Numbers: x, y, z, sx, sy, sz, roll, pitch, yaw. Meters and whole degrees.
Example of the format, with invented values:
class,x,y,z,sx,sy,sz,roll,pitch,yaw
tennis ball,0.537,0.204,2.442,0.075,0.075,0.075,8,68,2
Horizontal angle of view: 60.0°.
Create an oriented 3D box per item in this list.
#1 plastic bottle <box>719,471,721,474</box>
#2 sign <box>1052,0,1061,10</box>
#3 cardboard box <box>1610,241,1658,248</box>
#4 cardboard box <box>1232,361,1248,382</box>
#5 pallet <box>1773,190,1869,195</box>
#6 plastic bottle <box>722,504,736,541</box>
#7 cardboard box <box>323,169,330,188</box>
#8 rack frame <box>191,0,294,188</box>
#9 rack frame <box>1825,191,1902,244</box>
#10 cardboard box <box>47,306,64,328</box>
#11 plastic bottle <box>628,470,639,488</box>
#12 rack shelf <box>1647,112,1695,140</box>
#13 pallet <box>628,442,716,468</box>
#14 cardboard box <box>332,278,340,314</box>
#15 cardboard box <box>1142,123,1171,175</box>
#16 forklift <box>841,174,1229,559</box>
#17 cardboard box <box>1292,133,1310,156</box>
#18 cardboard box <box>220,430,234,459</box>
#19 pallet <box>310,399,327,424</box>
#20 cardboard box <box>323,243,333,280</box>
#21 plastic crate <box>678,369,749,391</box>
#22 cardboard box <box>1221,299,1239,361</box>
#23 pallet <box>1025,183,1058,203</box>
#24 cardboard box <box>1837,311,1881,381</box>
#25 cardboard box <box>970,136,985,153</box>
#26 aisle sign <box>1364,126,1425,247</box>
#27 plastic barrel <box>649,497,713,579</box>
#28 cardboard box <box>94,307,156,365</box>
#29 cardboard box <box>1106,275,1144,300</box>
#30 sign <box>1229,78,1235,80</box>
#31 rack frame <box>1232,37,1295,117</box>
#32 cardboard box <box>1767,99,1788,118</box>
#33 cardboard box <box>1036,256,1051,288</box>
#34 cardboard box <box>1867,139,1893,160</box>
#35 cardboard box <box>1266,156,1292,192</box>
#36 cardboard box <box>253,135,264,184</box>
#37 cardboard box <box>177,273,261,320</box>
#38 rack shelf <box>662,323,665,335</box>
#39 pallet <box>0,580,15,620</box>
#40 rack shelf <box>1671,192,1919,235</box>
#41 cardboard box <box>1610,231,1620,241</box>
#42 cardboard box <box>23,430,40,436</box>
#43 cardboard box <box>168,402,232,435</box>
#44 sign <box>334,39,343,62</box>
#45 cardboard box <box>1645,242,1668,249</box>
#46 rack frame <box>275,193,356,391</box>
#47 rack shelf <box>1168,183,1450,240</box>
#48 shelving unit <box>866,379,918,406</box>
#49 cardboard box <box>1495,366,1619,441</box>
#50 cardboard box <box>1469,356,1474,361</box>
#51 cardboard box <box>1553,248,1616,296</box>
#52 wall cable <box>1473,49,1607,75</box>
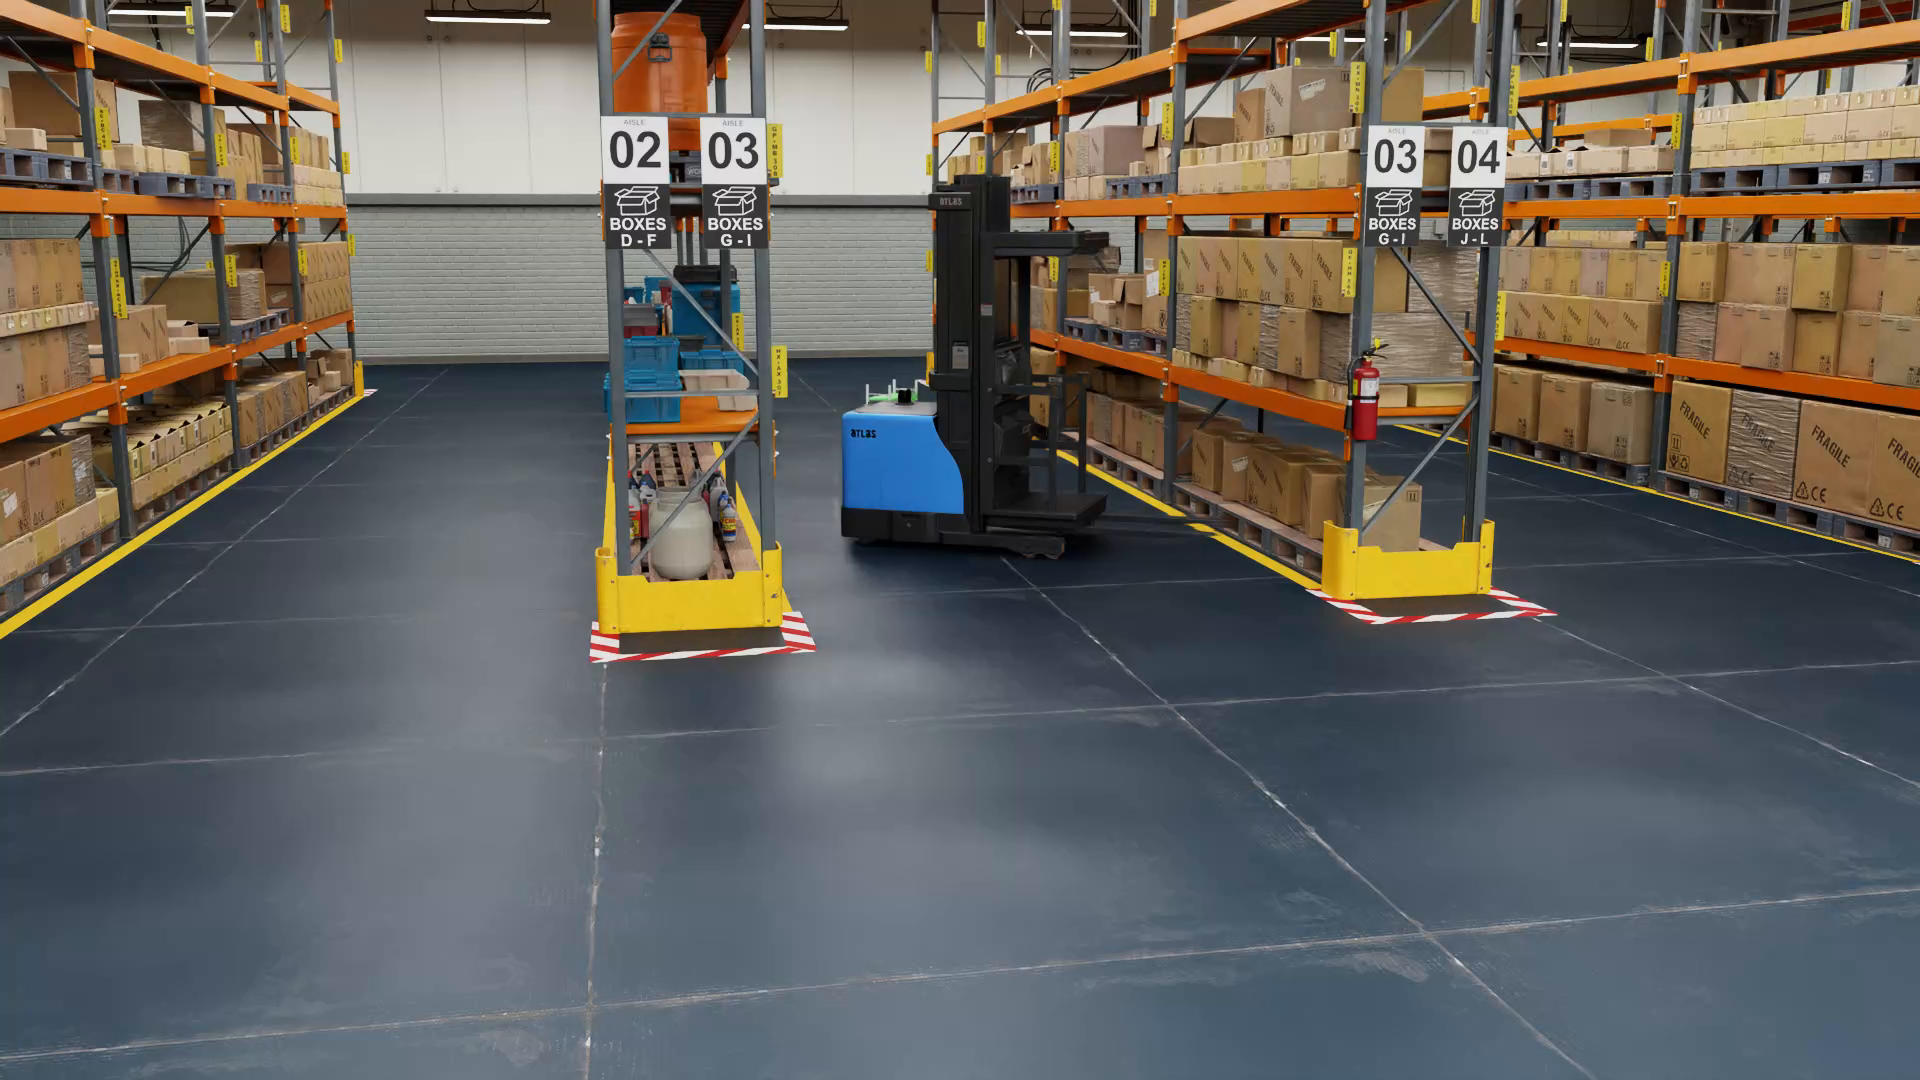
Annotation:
class,x,y,z,sx,sy,sz,roll,pitch,yaw
plastic bottle,-2.049,-0.453,14.142,0.061,0.283,0.133,-2,11,-8
sign,1.071,-6.024,18.358,0.100,0.325,0.005,-2,11,-11
cardboard box,10.195,-4.272,25.178,0.500,0.500,0.500,-2,11,-11
cardboard box,2.444,-1.379,13.592,0.380,0.149,0.250,-2,11,-11
pallet,11.158,-4.419,21.372,1.213,0.211,1.003,-2,11,-8
plastic bottle,-1.735,-0.134,12.496,0.097,0.271,0.097,0,11,0
cardboard box,-9.118,-5.046,23.227,0.500,0.250,0.500,-2,11,-11
rack frame,-8.881,-5.882,20.535,1.000,3.000,0.127,-2,11,-11
rack frame,11.335,-2.922,21.024,1.000,3.000,0.127,-2,11,-11
cardboard box,-6.911,-1.652,12.353,0.380,0.149,0.250,-2,11,-11
plastic bottle,-2.716,-0.399,13.679,0.144,0.351,0.185,-2,11,-9
rack shelf,10.946,-5.686,22.495,1.077,0.370,4.000,-2,11,-11
pallet,-3.131,-0.868,17.691,1.003,0.211,1.213,-2,11,-11
cardboard box,-9.109,-3.459,23.580,0.500,0.500,0.500,-2,11,-11
cardboard box,2.214,-3.821,16.326,0.797,0.503,0.637,-2,11,-9
forklift,0.611,-1.404,13.233,3.031,2.935,1.130,3,11,17
cardboard box,2.642,-2.873,12.079,0.380,0.149,0.250,-2,11,-11
cardboard box,-7.762,-0.970,16.999,0.500,0.250,0.500,-2,11,-10
pallet,-9.014,-1.691,22.019,1.003,0.211,1.213,-2,11,-11
cardboard box,-8.999,-3.856,22.991,0.500,0.500,0.500,-2,11,-9
plastic crate,-1.902,-1.229,12.838,0.530,0.136,0.437,-2,11,-11
cardboard box,2.678,-1.757,13.843,0.875,0.500,0.500,-2,11,-11
pallet,1.437,-4.058,19.478,1.213,0.211,1.003,-2,11,-8
cardboard box,7.825,-1.603,13.696,0.875,0.550,0.550,-2,11,-11
cardboard box,0.442,-5.804,24.483,0.500,0.250,0.500,-2,11,-13
aisle sign,2.888,-2.349,11.062,0.394,0.787,0.004,-2,11,-11
plastic barrel,-1.891,-0.016,11.288,0.421,0.512,0.421,0,11,0
cardboard box,-7.659,-1.847,15.111,0.500,0.500,0.500,-2,11,-11
cardboard box,1.965,-2.620,18.050,0.700,0.500,0.500,0,11,-3
sign,4.411,-7.615,26.930,0.100,0.325,0.005,-2,11,-11
rack frame,4.943,-7.137,27.129,1.000,3.000,0.127,-2,11,-11
cardboard box,7.215,-3.721,14.349,0.380,0.149,0.250,-2,11,-10
cardboard box,1.364,-3.357,20.364,0.797,0.503,0.637,-2,11,-10
cardboard box,7.460,-3.097,13.203,0.380,0.149,0.250,-2,11,-12
cardboard box,2.636,-2.759,12.547,0.500,0.250,0.500,-2,11,-10
cardboard box,-8.856,-4.618,20.258,0.600,0.600,0.600,-3,11,-16
cardboard box,-8.327,-2.743,18.696,0.700,0.500,0.500,0,11,0
rack shelf,-3.633,-2.395,20.179,1.077,0.370,4.000,-2,11,-11
pallet,-6.737,0.497,10.522,1.003,0.211,1.213,-2,11,-11
rack shelf,7.666,-2.743,13.986,1.077,0.370,4.000,-2,11,-11
cardboard box,10.202,-4.657,25.468,0.380,0.149,0.250,-2,11,-11
cardboard box,-7.542,-0.596,13.028,0.500,0.500,0.500,-2,11,-11
cardboard box,-7.760,-1.246,16.949,0.500,0.311,0.500,-2,11,-10
sign,-9.111,-7.169,24.374,0.100,0.325,0.005,-2,11,-11
cardboard box,10.361,-4.104,24.297,0.500,0.500,0.500,-2,11,-10
rack frame,-9.659,-3.669,24.950,1.000,3.000,0.127,-2,11,-11
rack shelf,2.782,-2.581,13.136,1.077,0.370,4.000,-2,11,-11
shelving unit,-0.592,-0.786,14.616,0.258,1.200,0.503,5,12,26
cardboard box,6.703,-1.549,18.706,1.050,0.750,0.750,-2,11,-10
cardboard box,6.109,-2.186,20.714,0.500,0.250,0.500,-2,11,-12
cardboard box,6.878,-2.900,17.970,0.700,0.500,0.500,-2,11,-12
wall cable,11.875,-8.509,34.233,2.988,3.039,0.133,-2,11,-11
